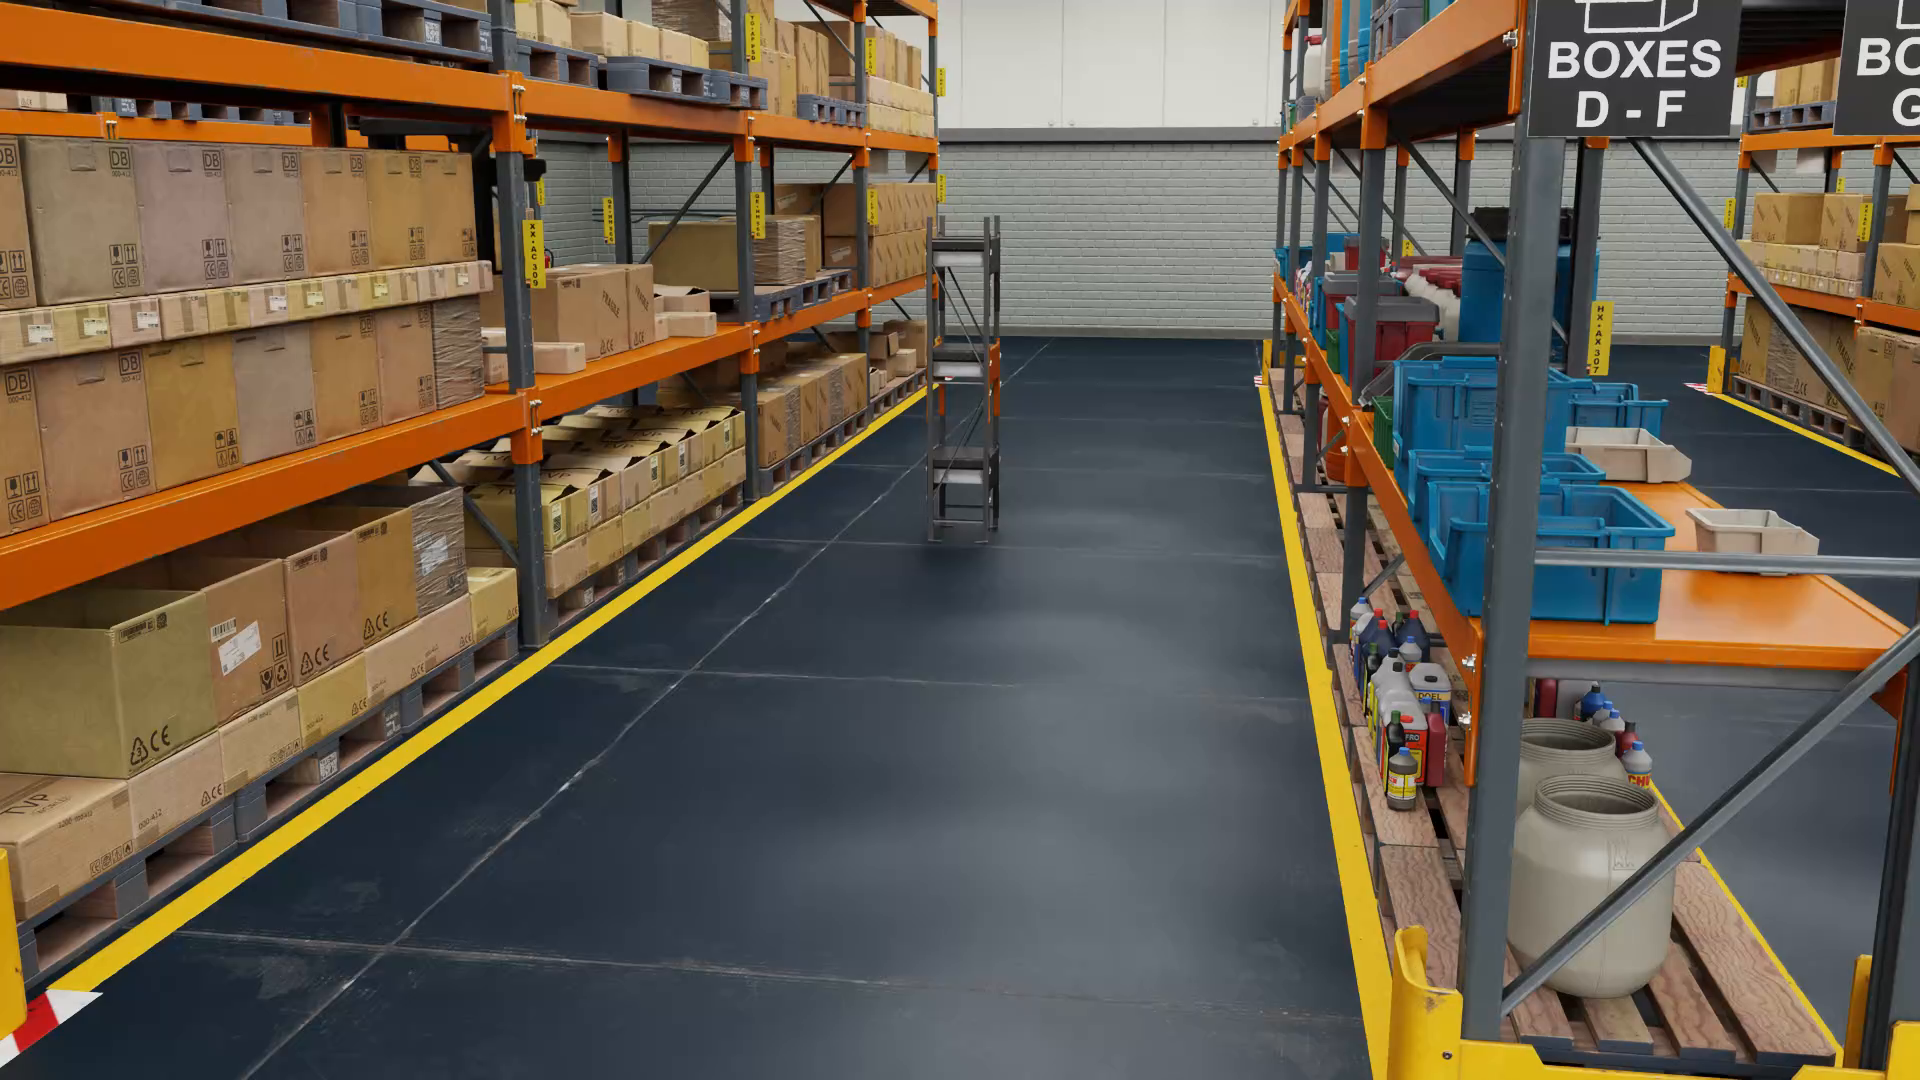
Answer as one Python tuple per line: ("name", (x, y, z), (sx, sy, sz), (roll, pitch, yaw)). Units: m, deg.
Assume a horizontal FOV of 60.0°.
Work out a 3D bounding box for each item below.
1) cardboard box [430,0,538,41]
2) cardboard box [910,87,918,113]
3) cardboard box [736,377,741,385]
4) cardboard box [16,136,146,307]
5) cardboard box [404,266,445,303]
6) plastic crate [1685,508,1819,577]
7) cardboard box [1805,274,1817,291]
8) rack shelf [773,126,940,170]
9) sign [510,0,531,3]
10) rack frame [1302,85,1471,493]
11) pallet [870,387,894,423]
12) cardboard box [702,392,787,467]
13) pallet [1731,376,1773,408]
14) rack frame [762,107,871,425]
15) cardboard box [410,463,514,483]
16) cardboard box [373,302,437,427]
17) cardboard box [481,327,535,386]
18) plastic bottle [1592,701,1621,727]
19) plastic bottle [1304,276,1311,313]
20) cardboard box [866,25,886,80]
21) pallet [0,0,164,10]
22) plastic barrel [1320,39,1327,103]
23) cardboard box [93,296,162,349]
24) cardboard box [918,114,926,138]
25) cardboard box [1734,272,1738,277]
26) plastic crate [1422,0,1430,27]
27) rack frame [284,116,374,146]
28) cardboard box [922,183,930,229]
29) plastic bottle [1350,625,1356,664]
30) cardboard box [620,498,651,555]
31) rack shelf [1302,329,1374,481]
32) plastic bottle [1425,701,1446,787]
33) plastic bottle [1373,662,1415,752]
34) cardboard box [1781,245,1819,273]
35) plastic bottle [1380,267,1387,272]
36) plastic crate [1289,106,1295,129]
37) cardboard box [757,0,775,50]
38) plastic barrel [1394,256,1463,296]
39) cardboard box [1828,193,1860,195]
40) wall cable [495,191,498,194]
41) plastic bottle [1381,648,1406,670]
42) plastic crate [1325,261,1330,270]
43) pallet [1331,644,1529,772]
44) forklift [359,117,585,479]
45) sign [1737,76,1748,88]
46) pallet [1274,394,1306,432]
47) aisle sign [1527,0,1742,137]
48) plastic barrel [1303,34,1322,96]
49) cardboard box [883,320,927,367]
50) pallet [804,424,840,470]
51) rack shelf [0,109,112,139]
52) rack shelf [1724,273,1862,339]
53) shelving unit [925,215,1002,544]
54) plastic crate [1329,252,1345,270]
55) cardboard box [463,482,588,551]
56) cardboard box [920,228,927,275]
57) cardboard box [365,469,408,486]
("cardboard box", (-2.505, -2.665, 8.478), (0.500, 0.250, 0.500), (3, 13, 15))
("cardboard box", (-0.748, -4.751, 17.967), (0.500, 0.250, 0.500), (2, 12, 9))
("cardboard box", (-2.002, -1.074, 13.748), (0.500, 0.500, 0.500), (1, 12, 7))
("cardboard box", (-3.056, -1.006, 5.227), (0.700, 0.500, 0.500), (2, 12, 7))
("cardboard box", (-2.517, -1.135, 7.363), (0.380, 0.149, 0.250), (2, 12, 7))
("plastic crate", (2.125, 0.008, 4.460), (0.298, 0.136, 0.250), (2, 12, 9))
("cardboard box", (8.290, -2.448, 15.827), (0.380, 0.149, 0.250), (2, 12, 10))
("rack shelf", (-1.071, -4.135, 17.648), (1.077, 0.370, 4.000), (2, 12, 9))
("sign", (-2.061, -2.679, 7.768), (0.100, 0.325, 0.005), (2, 12, 9))
("rack frame", (2.900, -1.610, 11.344), (1.000, 3.000, 0.127), (2, 12, 9))
("pallet", (-1.272, -1.384, 16.913), (1.003, 0.211, 1.213), (2, 12, 9))
("cardboard box", (-1.642, -0.850, 12.706), (0.500, 0.500, 0.500), (2, 12, 11))
("pallet", (8.979, -1.583, 17.836), (1.003, 0.211, 1.213), (2, 12, 9))
("rack frame", (-1.379, -2.604, 15.956), (1.000, 3.000, 0.127), (2, 12, 9))
("cardboard box", (-2.756, -0.276, 9.353), (0.500, 0.311, 0.500), (2, 12, 10))
("cardboard box", (-2.746, -0.785, 7.278), (0.700, 0.500, 0.500), (2, 12, 8))
("cardboard box", (-2.577, -0.969, 8.726), (0.500, 0.250, 0.500), (3, 12, 12))
("plastic bottle", (2.324, 0.715, 5.990), (0.097, 0.271, 0.097), (0, 12, 0))
("plastic bottle", (2.782, -1.954, 13.055), (0.144, 0.351, 0.185), (2, 12, 9))
("cardboard box", (-1.125, -4.810, 16.461), (0.700, 0.500, 0.500), (2, 12, 9))
("pallet", (-3.090, -1.675, 4.737), (1.003, 0.211, 1.213), (2, 12, 9))
("plastic barrel", (2.549, -3.076, 10.762), (0.421, 0.512, 0.421), (0, 12, 0))
("cardboard box", (-2.833, -0.706, 5.372), (0.380, 0.149, 0.250), (2, 12, 8))
("cardboard box", (-0.670, -4.610, 18.502), (0.500, 0.250, 0.500), (2, 12, 9))
("cardboard box", (8.644, -2.929, 18.060), (0.380, 0.149, 0.250), (2, 12, 9))
("plastic crate", (1.773, -1.820, 5.703), (0.336, 0.188, 0.450), (2, 12, 9))
("rack frame", (-6.274, -2.764, 16.697), (1.000, 3.000, 0.127), (2, 12, 9))
("cardboard box", (-0.637, -3.767, 18.744), (0.500, 0.500, 0.500), (2, 12, 10))
("plastic bottle", (1.787, 0.449, 7.389), (0.097, 0.201, 0.097), (0, 12, 0))
("cardboard box", (-2.145, -0.090, 9.821), (0.500, 0.250, 0.500), (1, 12, 7))
("rack shelf", (2.592, -0.842, 9.488), (1.077, 0.370, 4.000), (2, 12, 9))
("plastic bottle", (1.690, 0.723, 5.920), (0.061, 0.283, 0.133), (2, 12, 9))
("plastic bottle", (1.628, 0.624, 6.223), (0.144, 0.351, 0.185), (2, 12, 11))
("cardboard box", (8.454, -2.774, 16.395), (0.500, 0.250, 0.500), (2, 12, 8))
("plastic bottle", (3.774, -2.289, 14.791), (0.152, 0.276, 0.135), (2, 12, 9))
("plastic crate", (3.282, -3.903, 15.369), (0.450, 0.188, 0.662), (2, 12, 9))
("cardboard box", (-1.764, -4.078, 13.066), (0.500, 0.500, 0.500), (2, 12, 9))
("plastic barrel", (3.128, -1.570, 10.836), (0.600, 0.536, 0.708), (2, 12, 9))
("cardboard box", (9.209, -3.444, 17.722), (0.500, 0.500, 0.500), (2, 12, 9))
("wall cable", (-6.397, -4.390, 21.833), (0.084, 1.984, 1.851), (2, 12, 9))
("plastic bottle", (1.736, 0.567, 6.674), (0.097, 0.271, 0.097), (0, 12, 0))
("plastic crate", (4.125, -2.940, 18.000), (0.396, 0.136, 0.243), (2, 12, 9))
("pallet", (2.140, 0.724, 7.131), (1.003, 0.211, 1.213), (2, 12, 9))
("forklift", (-4.049, -2.085, 13.710), (1.130, 2.935, 3.031), (2, 12, 10))
("sign", (8.477, -5.066, 17.999), (0.100, 0.325, 0.005), (2, 12, 9))
("pallet", (3.590, -1.234, 16.217), (1.003, 0.211, 1.213), (2, 12, 9))
("aisle sign", (1.365, -1.210, 3.318), (0.394, 0.787, 0.004), (2, 12, 9))
("plastic barrel", (3.186, -4.079, 14.362), (0.433, 0.535, 0.433), (0, 12, 0))
("cardboard box", (-0.604, -2.309, 19.474), (0.500, 0.500, 0.500), (2, 12, 9))
("pallet", (-1.652, -0.815, 14.276), (1.003, 0.211, 1.213), (2, 12, 9))
("rack shelf", (-7.197, -2.629, 10.661), (1.077, 0.370, 4.000), (2, 12, 9))
("rack shelf", (8.717, -2.347, 16.471), (1.077, 0.370, 4.000), (2, 12, 9))
("shelving unit", (0.025, -1.061, 10.932), (0.431, 2.100, 0.503), (2, 12, 9))
("plastic crate", (3.932, -2.726, 16.661), (0.437, 0.282, 0.530), (2, 12, 9))
("cardboard box", (-2.299, -0.152, 8.777), (0.500, 0.311, 0.500), (2, 12, 9))
("cardboard box", (-0.640, -3.275, 18.834), (0.500, 0.500, 0.500), (2, 12, 9))
("cardboard box", (-2.990, -0.080, 7.994), (0.500, 0.500, 0.500), (2, 12, 9))
